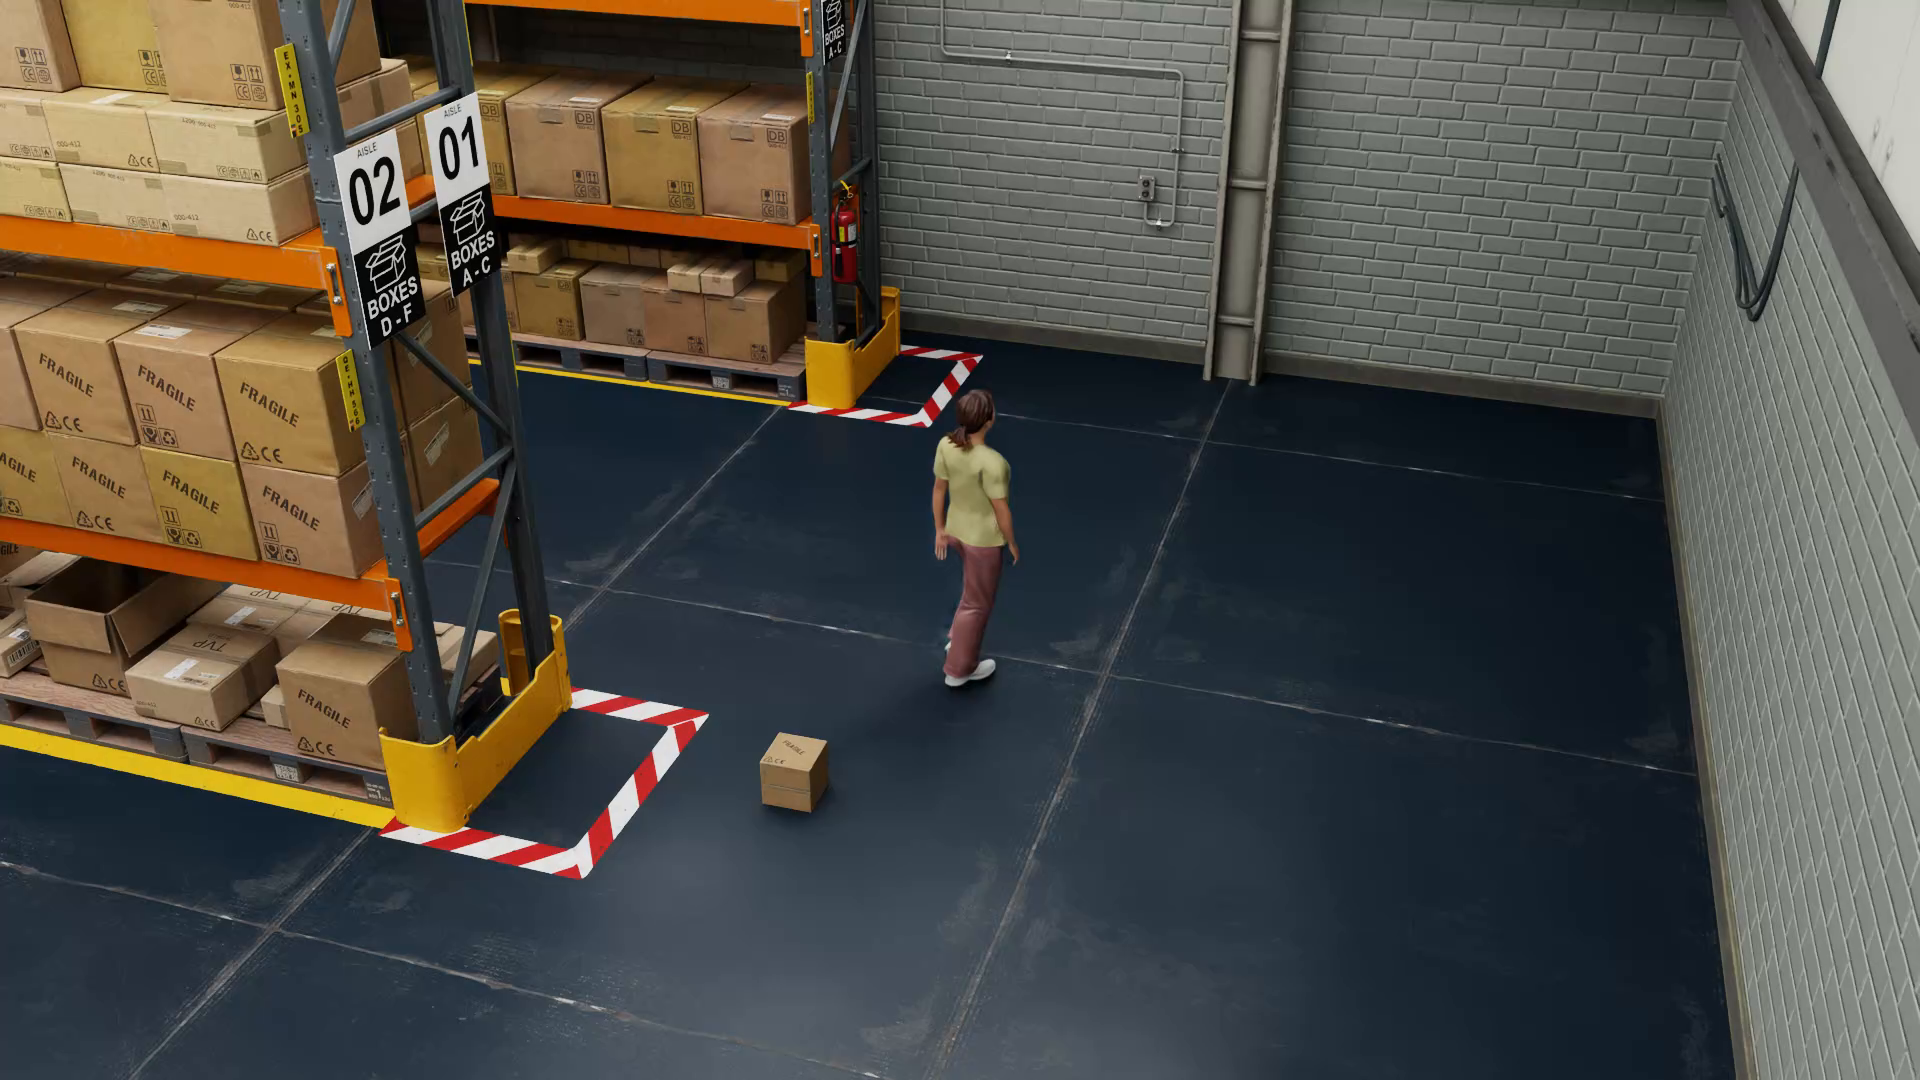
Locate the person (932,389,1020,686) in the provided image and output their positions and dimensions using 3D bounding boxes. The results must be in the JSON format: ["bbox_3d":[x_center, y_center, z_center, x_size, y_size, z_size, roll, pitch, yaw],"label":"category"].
[{"bbox_3d":[0.111,-0.002,8.494,0.469,1.692,0.442,-23,37,-35],"label":"person"}]
